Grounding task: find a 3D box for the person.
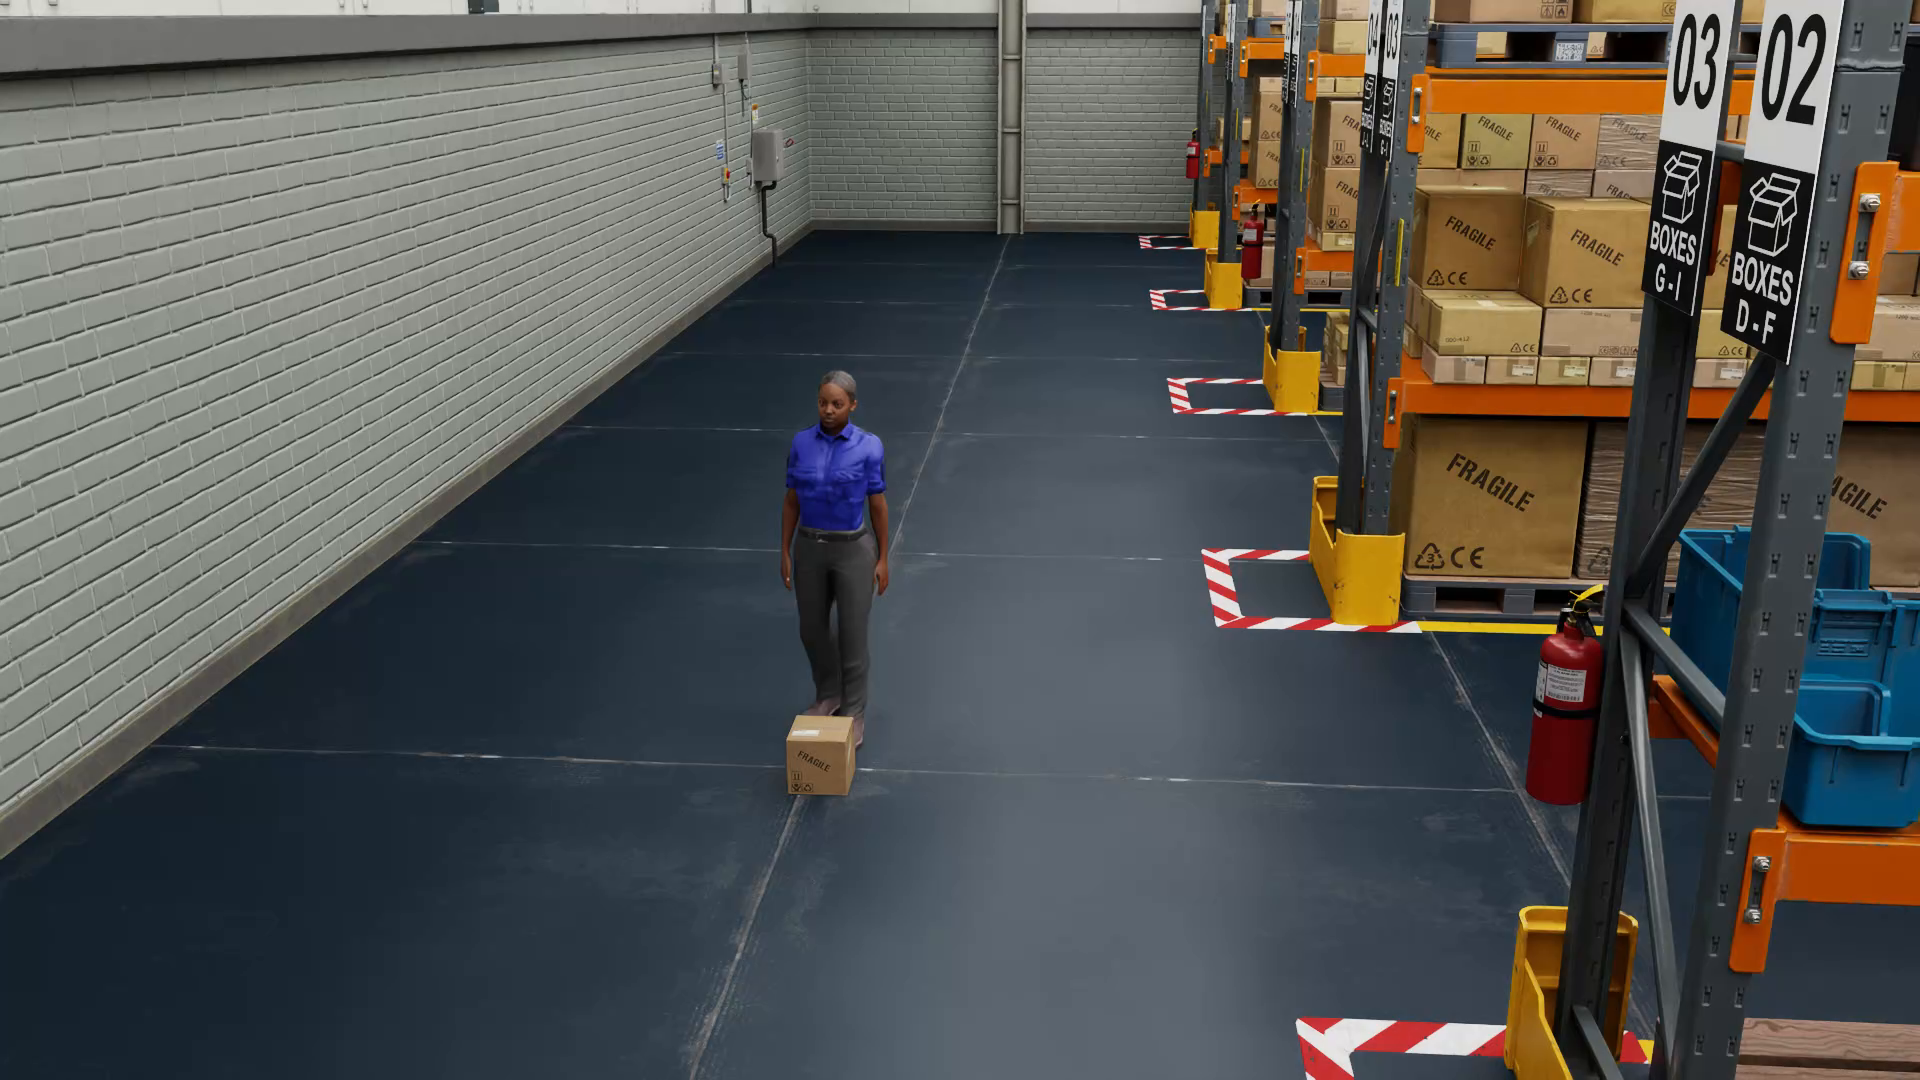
[{"bbox_3d":[-0.548,0.074,7.305,0.474,1.666,0.490,4,18,13],"label":"person"}]
